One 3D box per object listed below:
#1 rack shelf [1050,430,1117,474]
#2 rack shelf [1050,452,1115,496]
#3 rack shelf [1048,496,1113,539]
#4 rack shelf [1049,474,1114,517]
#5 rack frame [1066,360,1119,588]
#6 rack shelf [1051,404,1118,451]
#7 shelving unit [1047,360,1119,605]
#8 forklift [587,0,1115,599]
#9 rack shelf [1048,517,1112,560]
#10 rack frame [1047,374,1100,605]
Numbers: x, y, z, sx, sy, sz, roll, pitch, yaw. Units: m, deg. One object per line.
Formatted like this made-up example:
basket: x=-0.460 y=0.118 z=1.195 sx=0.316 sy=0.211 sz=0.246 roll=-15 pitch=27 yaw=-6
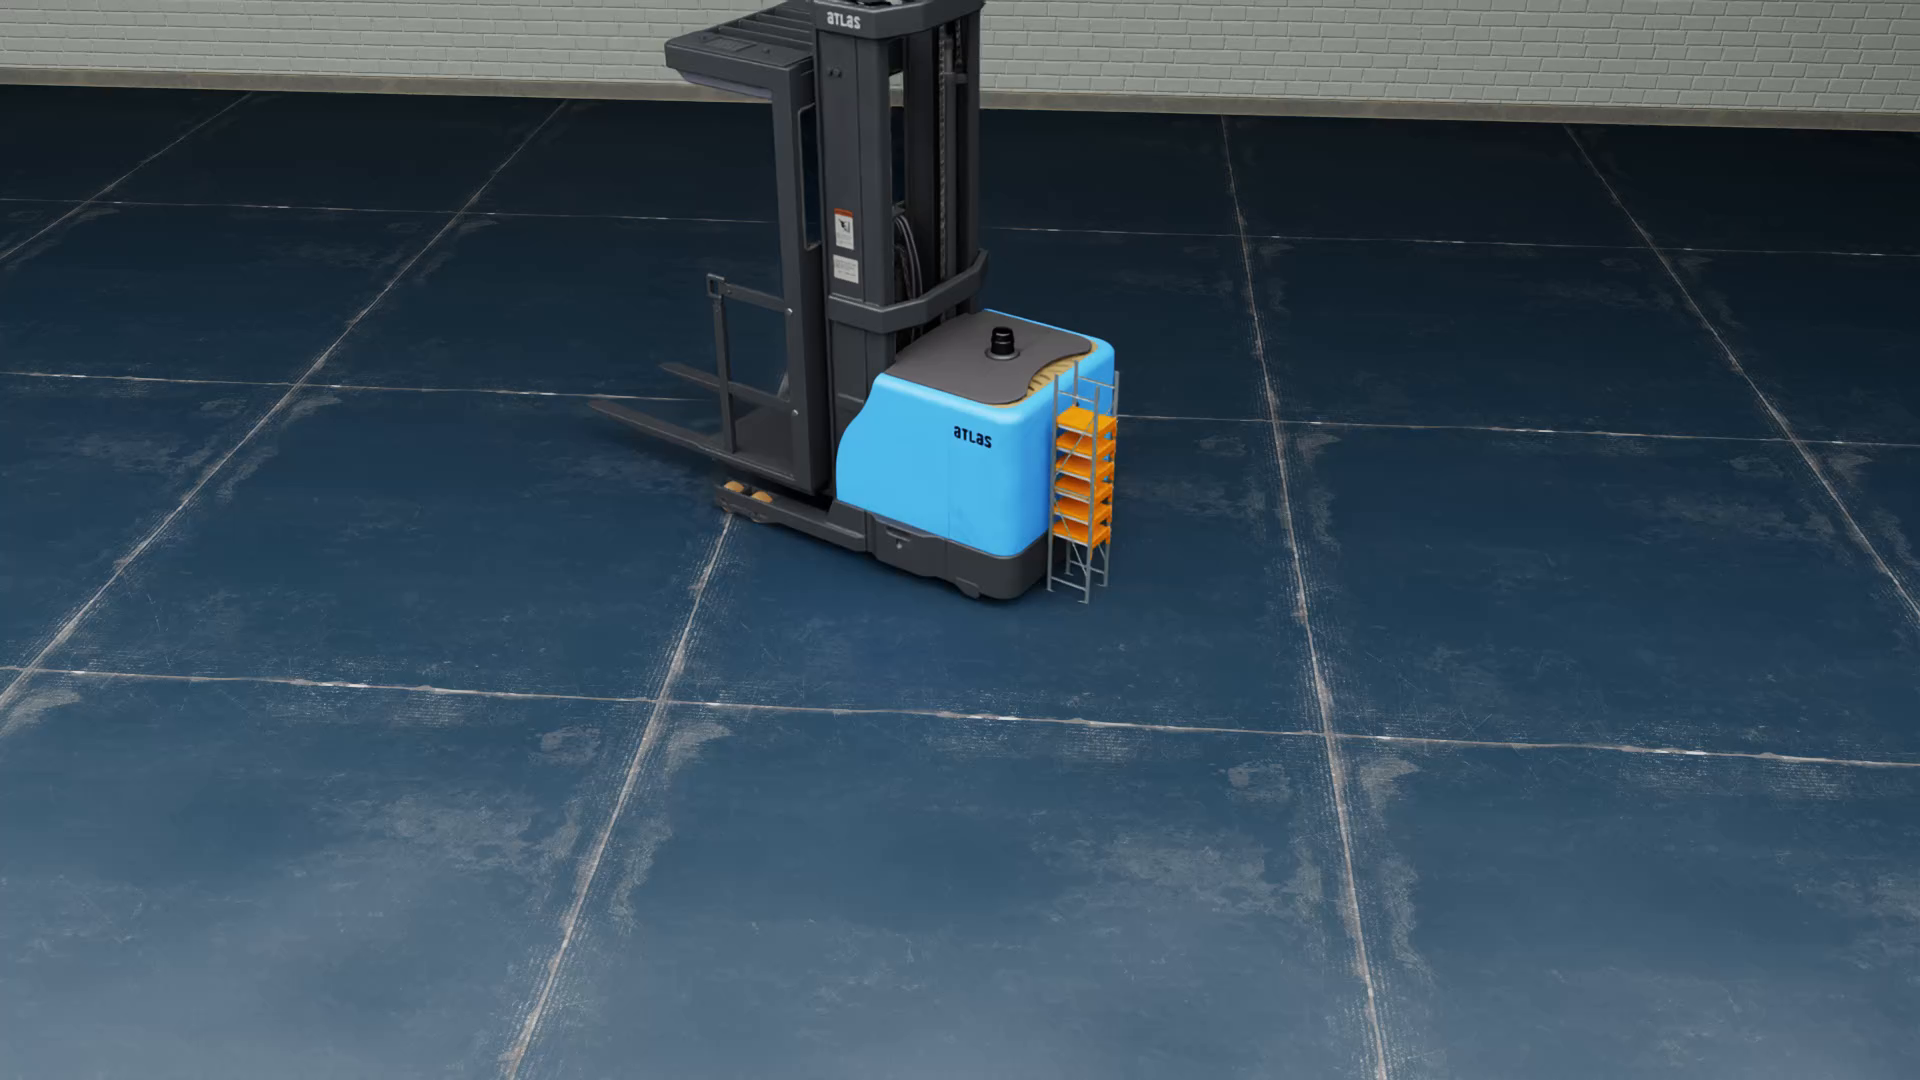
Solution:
rack shelf: x=0.589 y=-0.431 z=7.933 sx=0.258 sy=0.103 sz=0.180 roll=20 pitch=37 yaw=28
rack shelf: x=0.589 y=-0.329 z=7.996 sx=0.258 sy=0.103 sz=0.180 roll=20 pitch=37 yaw=28
rack shelf: x=0.588 y=-0.125 z=8.122 sx=0.258 sy=0.103 sz=0.180 roll=20 pitch=37 yaw=28
rack shelf: x=0.588 y=-0.227 z=8.059 sx=0.258 sy=0.103 sz=0.180 roll=20 pitch=37 yaw=28
rack frame: x=0.640 y=-0.305 z=8.100 sx=0.240 sy=1.200 sz=0.006 roll=20 pitch=37 yaw=28
rack shelf: x=0.589 y=-0.533 z=7.870 sx=0.258 sy=0.103 sz=0.180 roll=20 pitch=37 yaw=28
shelving unit: x=0.588 y=-0.265 z=8.036 sx=0.258 sy=1.200 sz=0.189 roll=20 pitch=37 yaw=28
forklift: x=-0.718 y=-1.546 z=8.465 sx=3.031 sy=2.935 sz=1.130 roll=19 pitch=37 yaw=28
rack shelf: x=0.588 y=-0.023 z=8.185 sx=0.258 sy=0.103 sz=0.180 roll=20 pitch=37 yaw=28
rack frame: x=0.537 y=-0.225 z=7.971 sx=0.240 sy=1.200 sz=0.006 roll=20 pitch=37 yaw=28
